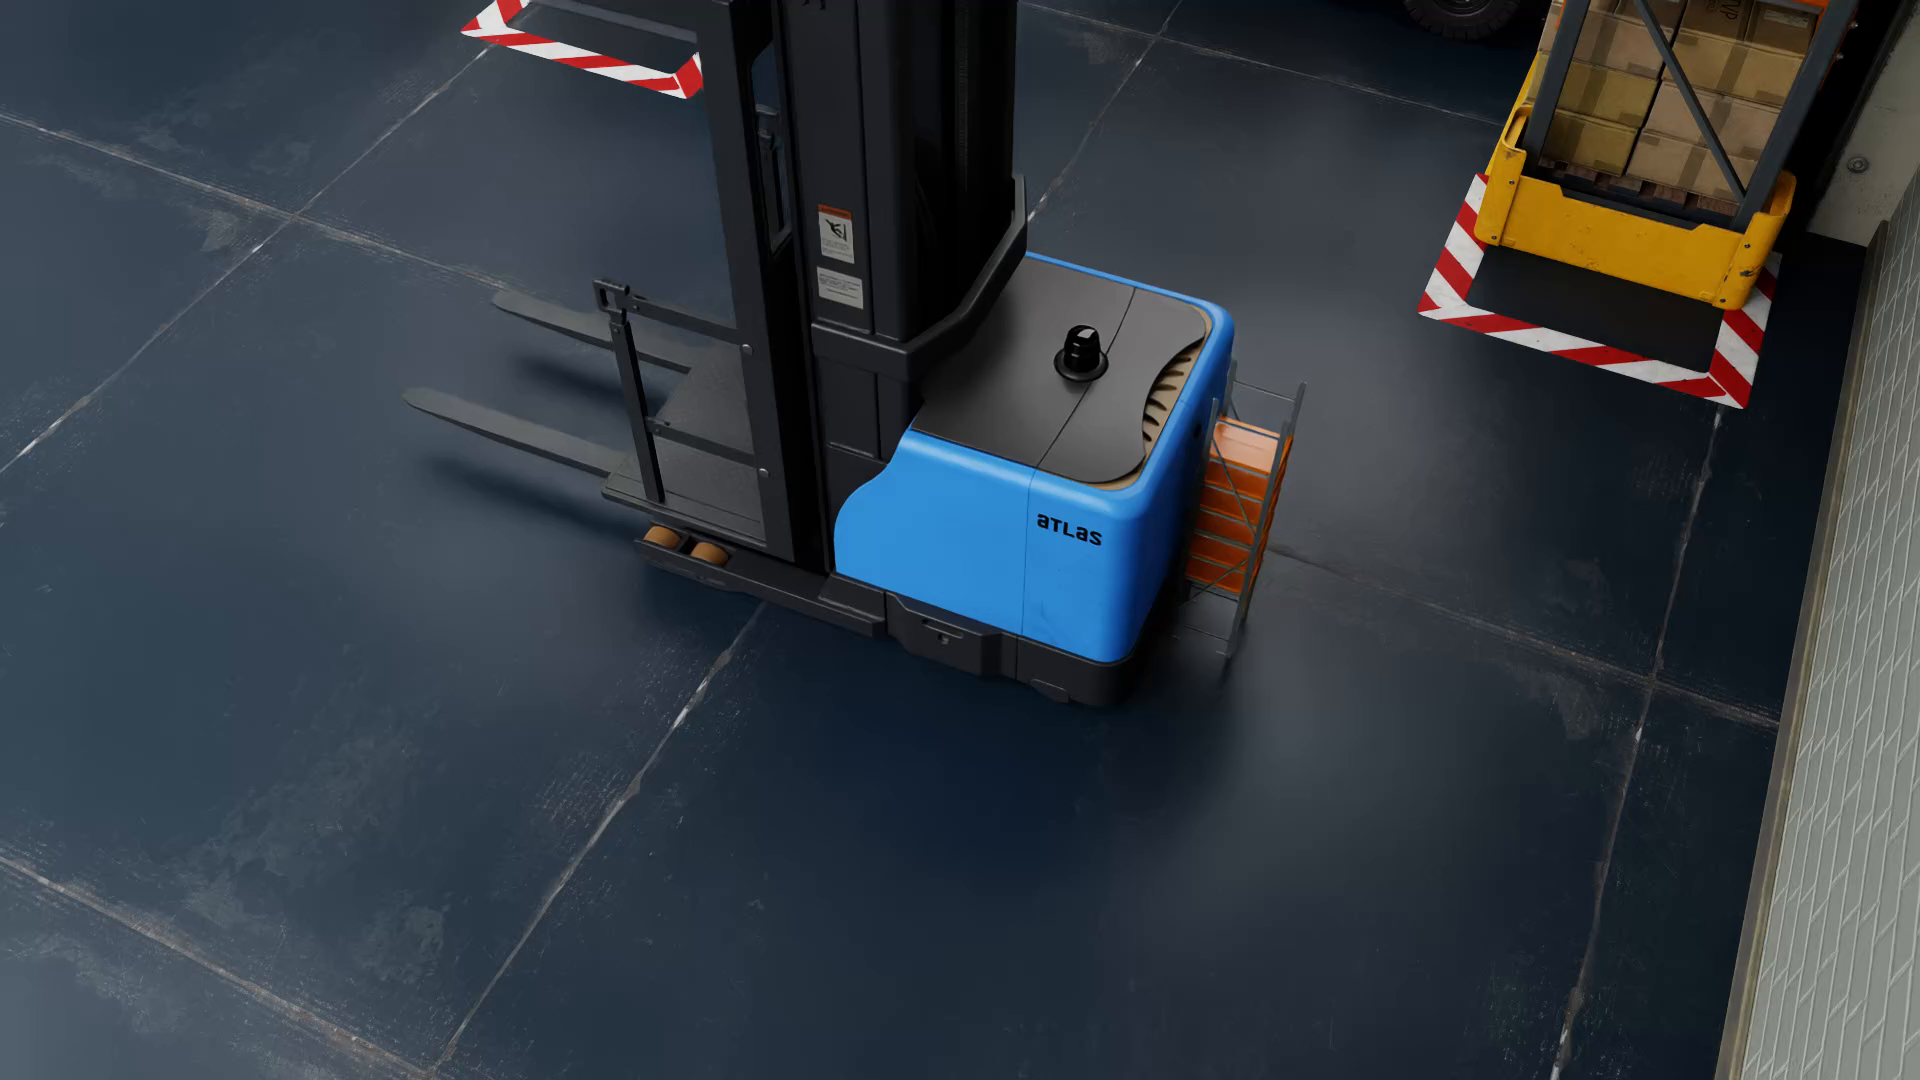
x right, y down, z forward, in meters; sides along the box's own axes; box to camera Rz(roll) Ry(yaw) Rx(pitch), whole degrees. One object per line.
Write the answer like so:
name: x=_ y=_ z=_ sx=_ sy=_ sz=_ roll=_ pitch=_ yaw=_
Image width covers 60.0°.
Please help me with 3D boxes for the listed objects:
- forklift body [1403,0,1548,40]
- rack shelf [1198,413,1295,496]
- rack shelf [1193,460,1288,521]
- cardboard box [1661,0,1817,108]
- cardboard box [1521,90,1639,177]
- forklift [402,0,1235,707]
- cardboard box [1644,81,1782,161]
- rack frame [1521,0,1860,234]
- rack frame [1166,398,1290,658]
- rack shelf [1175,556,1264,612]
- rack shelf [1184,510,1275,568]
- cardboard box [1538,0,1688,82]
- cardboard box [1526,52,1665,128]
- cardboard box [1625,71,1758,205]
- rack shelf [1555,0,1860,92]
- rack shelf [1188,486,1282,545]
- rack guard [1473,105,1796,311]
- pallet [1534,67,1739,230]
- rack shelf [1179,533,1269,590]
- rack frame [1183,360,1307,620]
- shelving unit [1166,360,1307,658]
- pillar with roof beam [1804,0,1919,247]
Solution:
forklift body: x=2.041 y=-3.882 z=8.141 sx=2.313 sy=2.155 sz=1.214 roll=20 pitch=52 yaw=16
rack shelf: x=0.907 y=-0.272 z=5.275 sx=0.258 sy=0.103 sz=0.180 roll=19 pitch=52 yaw=14
rack shelf: x=0.904 y=-0.195 z=5.367 sx=0.258 sy=0.103 sz=0.180 roll=19 pitch=52 yaw=14
cardboard box: x=3.257 y=-2.096 z=6.937 sx=0.500 sy=0.250 sz=0.500 roll=19 pitch=52 yaw=16
cardboard box: x=2.795 y=-1.929 z=7.451 sx=0.500 sy=0.250 sz=0.500 roll=20 pitch=53 yaw=16
forklift: x=-0.640 y=-1.131 z=5.288 sx=3.031 sy=2.935 sz=1.130 roll=18 pitch=52 yaw=15
cardboard box: x=3.269 y=-1.921 z=7.116 sx=0.500 sy=0.250 sz=0.500 roll=21 pitch=53 yaw=17
rack frame: x=2.880 y=-2.257 z=6.201 sx=1.000 sy=3.000 sz=0.127 roll=20 pitch=52 yaw=16
rack frame: x=0.863 y=-0.006 z=5.463 sx=0.240 sy=1.200 sz=0.006 roll=19 pitch=52 yaw=14
rack shelf: x=0.893 y=0.112 z=5.736 sx=0.258 sy=0.103 sz=0.180 roll=19 pitch=52 yaw=14
rack shelf: x=0.899 y=-0.042 z=5.551 sx=0.258 sy=0.103 sz=0.180 roll=19 pitch=52 yaw=14
cardboard box: x=2.795 y=-2.245 z=7.064 sx=0.500 sy=0.250 sz=0.500 roll=21 pitch=53 yaw=17
cardboard box: x=2.806 y=-2.101 z=7.270 sx=0.500 sy=0.250 sz=0.500 roll=19 pitch=52 yaw=16
cardboard box: x=3.267 y=-1.777 z=7.322 sx=0.500 sy=0.250 sz=0.500 roll=20 pitch=52 yaw=16
rack shelf: x=3.735 y=-3.401 z=7.647 sx=1.077 sy=0.370 sz=4.000 roll=20 pitch=52 yaw=16
rack shelf: x=0.901 y=-0.118 z=5.459 sx=0.258 sy=0.103 sz=0.180 roll=19 pitch=52 yaw=14
rack guard: x=2.870 y=-1.431 z=7.139 sx=1.175 sy=0.500 sz=0.348 roll=20 pitch=52 yaw=16
pallet: x=3.169 y=-1.894 z=7.723 sx=1.003 sy=0.211 sz=1.213 roll=20 pitch=52 yaw=16
rack shelf: x=0.896 y=0.035 z=5.644 sx=0.258 sy=0.103 sz=0.180 roll=19 pitch=52 yaw=14
rack frame: x=0.936 y=-0.134 z=5.572 sx=0.240 sy=1.200 sz=0.006 roll=19 pitch=52 yaw=14
shelving unit: x=0.900 y=-0.070 z=5.517 sx=0.258 sy=1.200 sz=0.189 roll=19 pitch=52 yaw=14
pillar with roof beam: x=0.100 y=-5.788 z=5.267 sx=9.100 sy=9.000 sz=0.400 roll=20 pitch=52 yaw=16
